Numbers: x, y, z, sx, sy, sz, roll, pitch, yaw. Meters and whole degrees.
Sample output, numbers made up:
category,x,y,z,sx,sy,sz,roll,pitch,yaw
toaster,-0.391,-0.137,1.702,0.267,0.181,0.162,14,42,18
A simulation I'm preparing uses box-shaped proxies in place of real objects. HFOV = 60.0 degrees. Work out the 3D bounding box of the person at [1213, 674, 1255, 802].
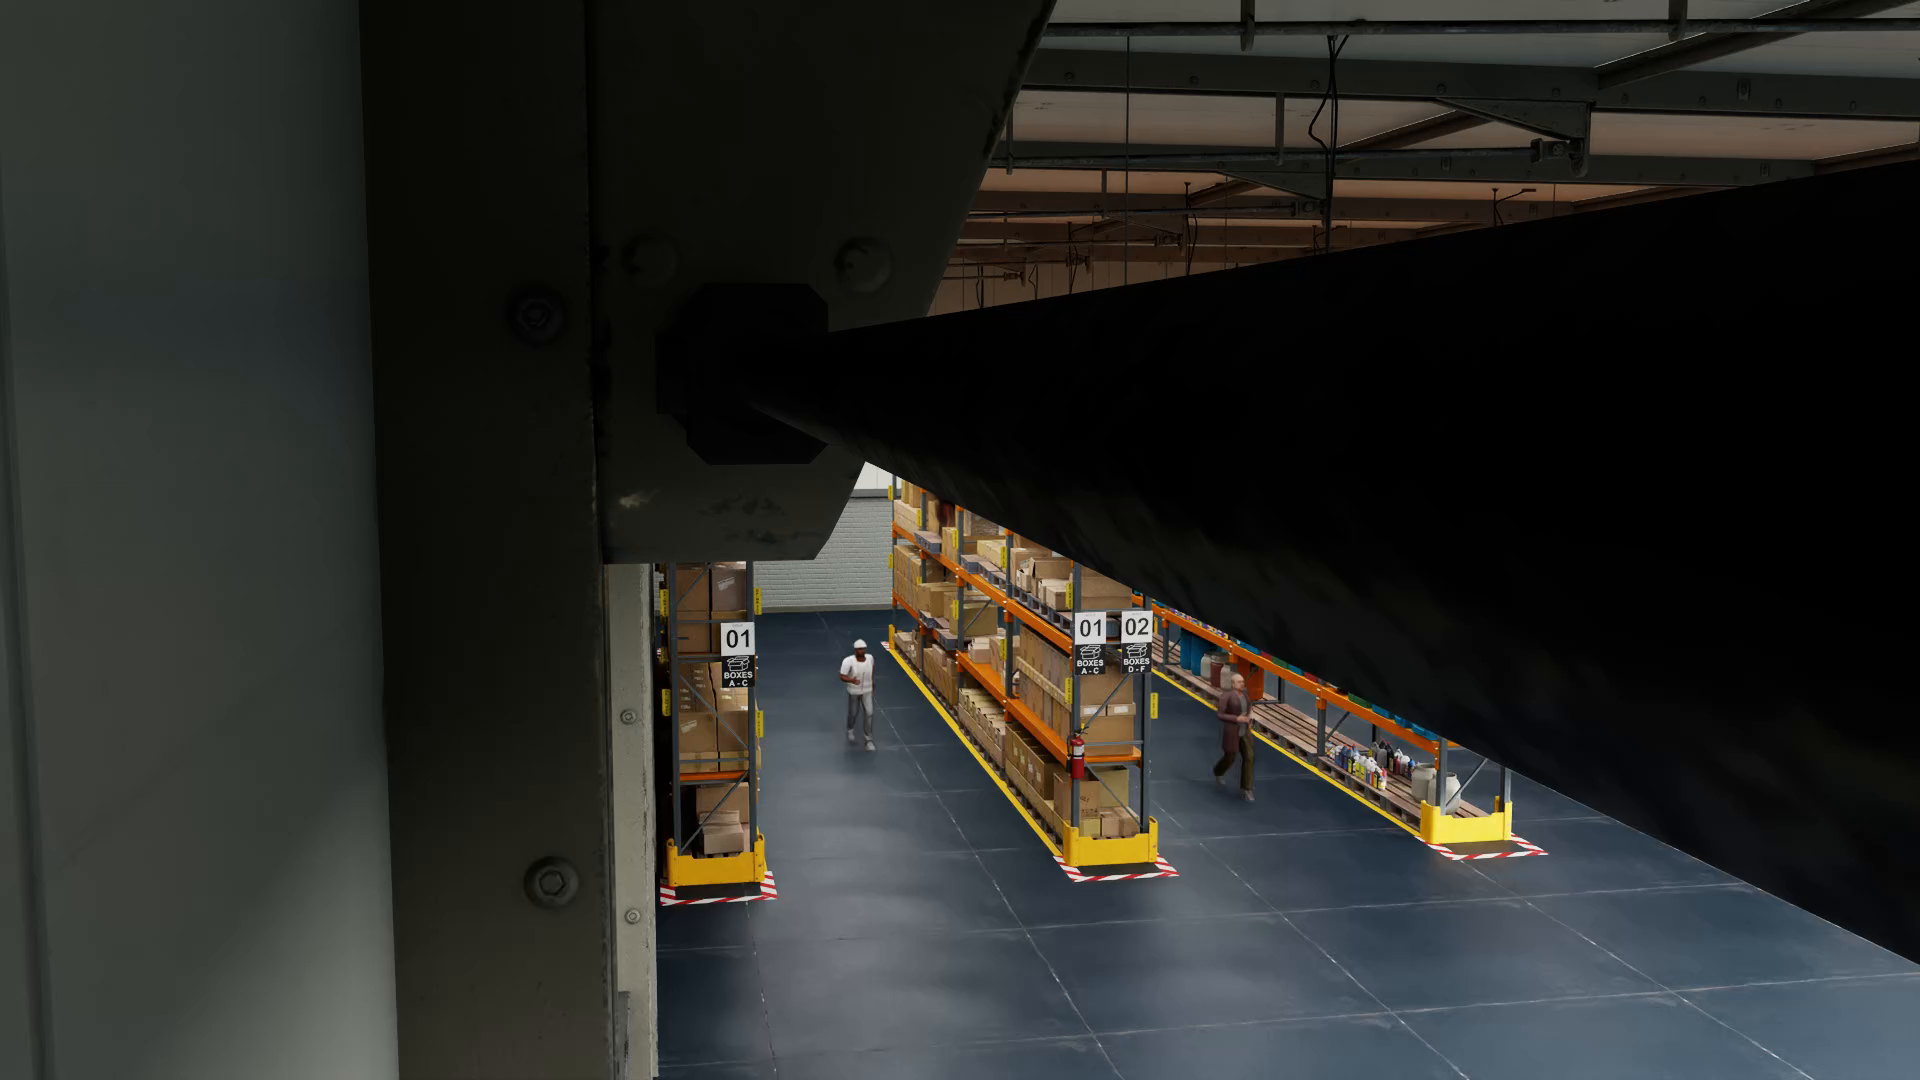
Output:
category,x,y,z,sx,sy,sz,roll,pitch,yaw
person,3.983,2.852,24.211,0.738,1.853,0.971,-3,7,-29

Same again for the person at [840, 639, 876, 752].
category,x,y,z,sx,sy,sz,roll,pitch,yaw
person,-1.667,2.503,27.231,0.640,1.796,0.890,-2,6,-17
